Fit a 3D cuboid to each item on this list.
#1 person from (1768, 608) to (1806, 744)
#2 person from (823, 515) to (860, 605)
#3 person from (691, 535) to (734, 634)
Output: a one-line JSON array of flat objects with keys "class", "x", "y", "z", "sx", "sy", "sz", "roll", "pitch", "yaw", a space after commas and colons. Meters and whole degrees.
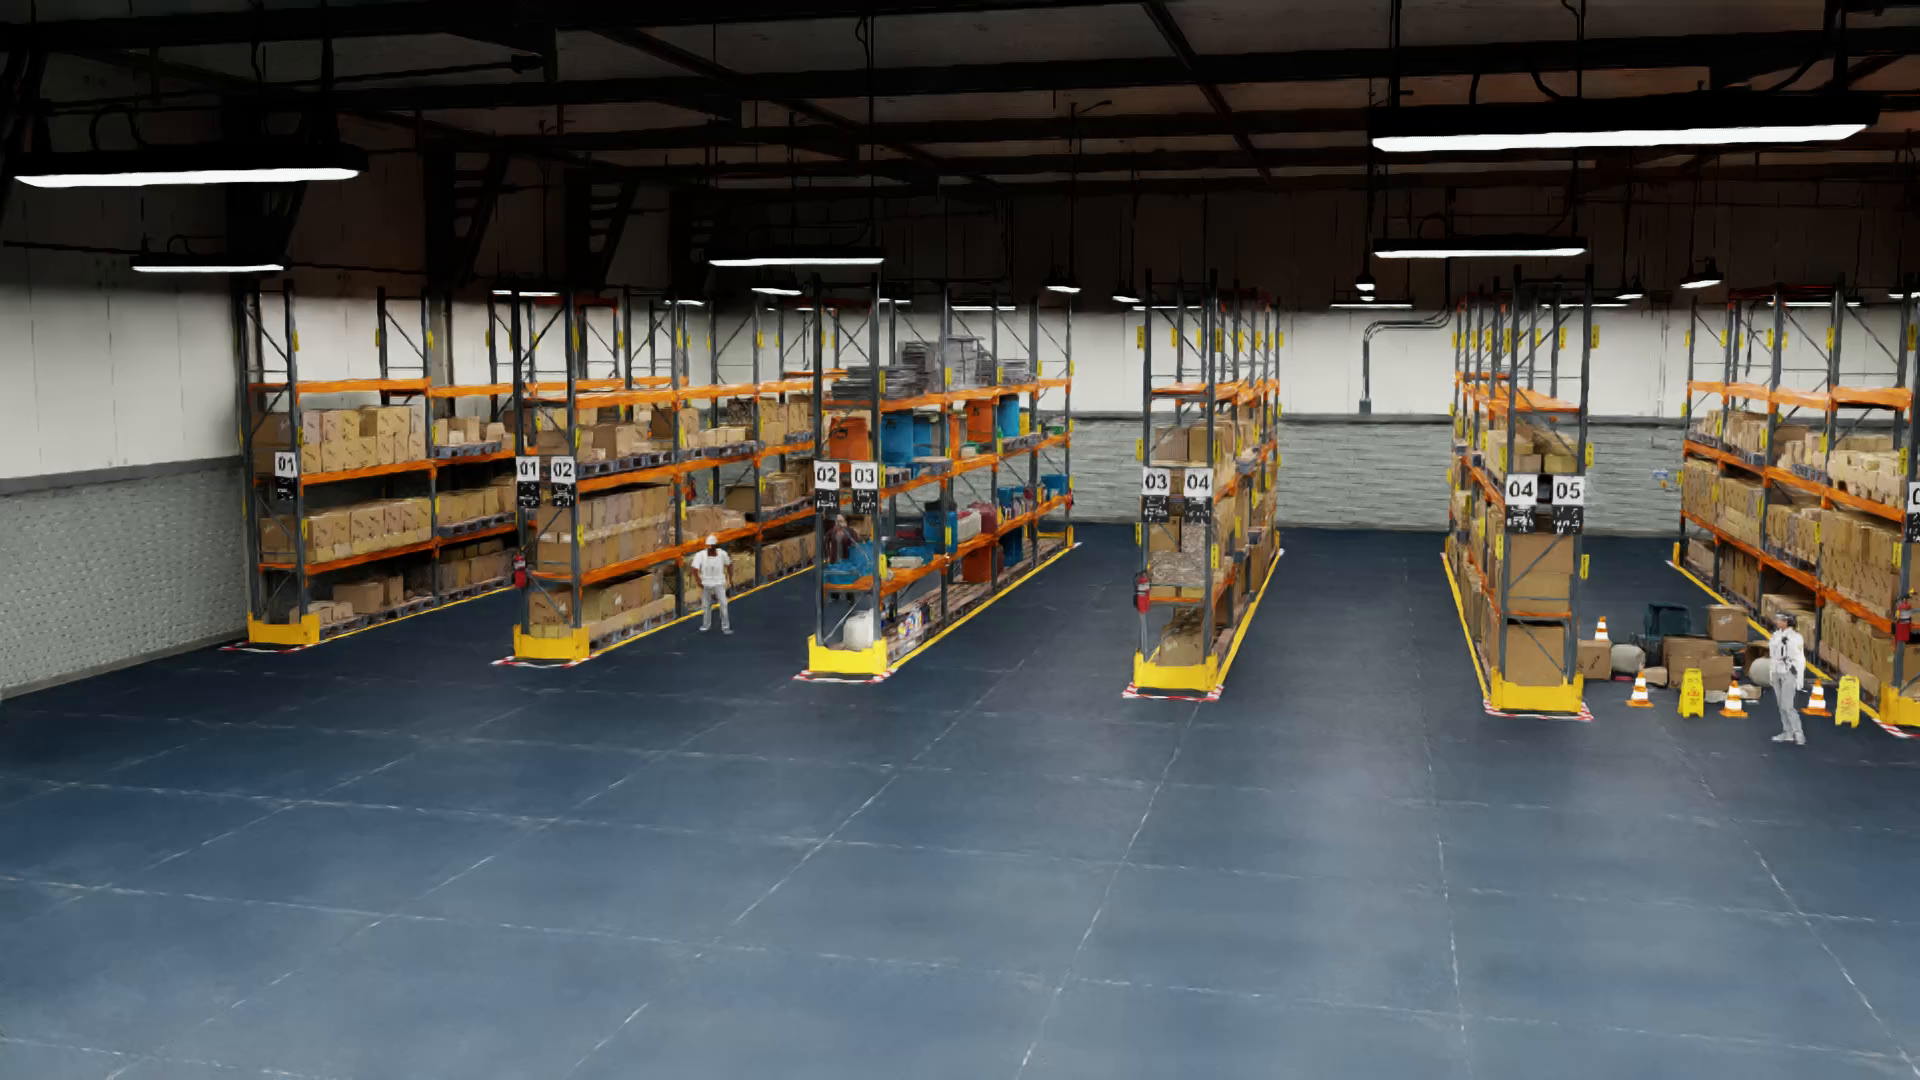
[{"class": "person", "x": 10.311, "y": 1.688, "z": 20.717, "sx": 0.396, "sy": 1.670, "sz": 0.577, "roll": -2, "pitch": 7, "yaw": -14}, {"class": "person", "x": -2.242, "y": 0.373, "z": 31.518, "sx": 0.729, "sy": 1.733, "sz": 0.546, "roll": 1, "pitch": 7, "yaw": 12}, {"class": "person", "x": -4.227, "y": 0.742, "z": 28.453, "sx": 0.711, "sy": 1.695, "sz": 0.815, "roll": -1, "pitch": 7, "yaw": -5}]
